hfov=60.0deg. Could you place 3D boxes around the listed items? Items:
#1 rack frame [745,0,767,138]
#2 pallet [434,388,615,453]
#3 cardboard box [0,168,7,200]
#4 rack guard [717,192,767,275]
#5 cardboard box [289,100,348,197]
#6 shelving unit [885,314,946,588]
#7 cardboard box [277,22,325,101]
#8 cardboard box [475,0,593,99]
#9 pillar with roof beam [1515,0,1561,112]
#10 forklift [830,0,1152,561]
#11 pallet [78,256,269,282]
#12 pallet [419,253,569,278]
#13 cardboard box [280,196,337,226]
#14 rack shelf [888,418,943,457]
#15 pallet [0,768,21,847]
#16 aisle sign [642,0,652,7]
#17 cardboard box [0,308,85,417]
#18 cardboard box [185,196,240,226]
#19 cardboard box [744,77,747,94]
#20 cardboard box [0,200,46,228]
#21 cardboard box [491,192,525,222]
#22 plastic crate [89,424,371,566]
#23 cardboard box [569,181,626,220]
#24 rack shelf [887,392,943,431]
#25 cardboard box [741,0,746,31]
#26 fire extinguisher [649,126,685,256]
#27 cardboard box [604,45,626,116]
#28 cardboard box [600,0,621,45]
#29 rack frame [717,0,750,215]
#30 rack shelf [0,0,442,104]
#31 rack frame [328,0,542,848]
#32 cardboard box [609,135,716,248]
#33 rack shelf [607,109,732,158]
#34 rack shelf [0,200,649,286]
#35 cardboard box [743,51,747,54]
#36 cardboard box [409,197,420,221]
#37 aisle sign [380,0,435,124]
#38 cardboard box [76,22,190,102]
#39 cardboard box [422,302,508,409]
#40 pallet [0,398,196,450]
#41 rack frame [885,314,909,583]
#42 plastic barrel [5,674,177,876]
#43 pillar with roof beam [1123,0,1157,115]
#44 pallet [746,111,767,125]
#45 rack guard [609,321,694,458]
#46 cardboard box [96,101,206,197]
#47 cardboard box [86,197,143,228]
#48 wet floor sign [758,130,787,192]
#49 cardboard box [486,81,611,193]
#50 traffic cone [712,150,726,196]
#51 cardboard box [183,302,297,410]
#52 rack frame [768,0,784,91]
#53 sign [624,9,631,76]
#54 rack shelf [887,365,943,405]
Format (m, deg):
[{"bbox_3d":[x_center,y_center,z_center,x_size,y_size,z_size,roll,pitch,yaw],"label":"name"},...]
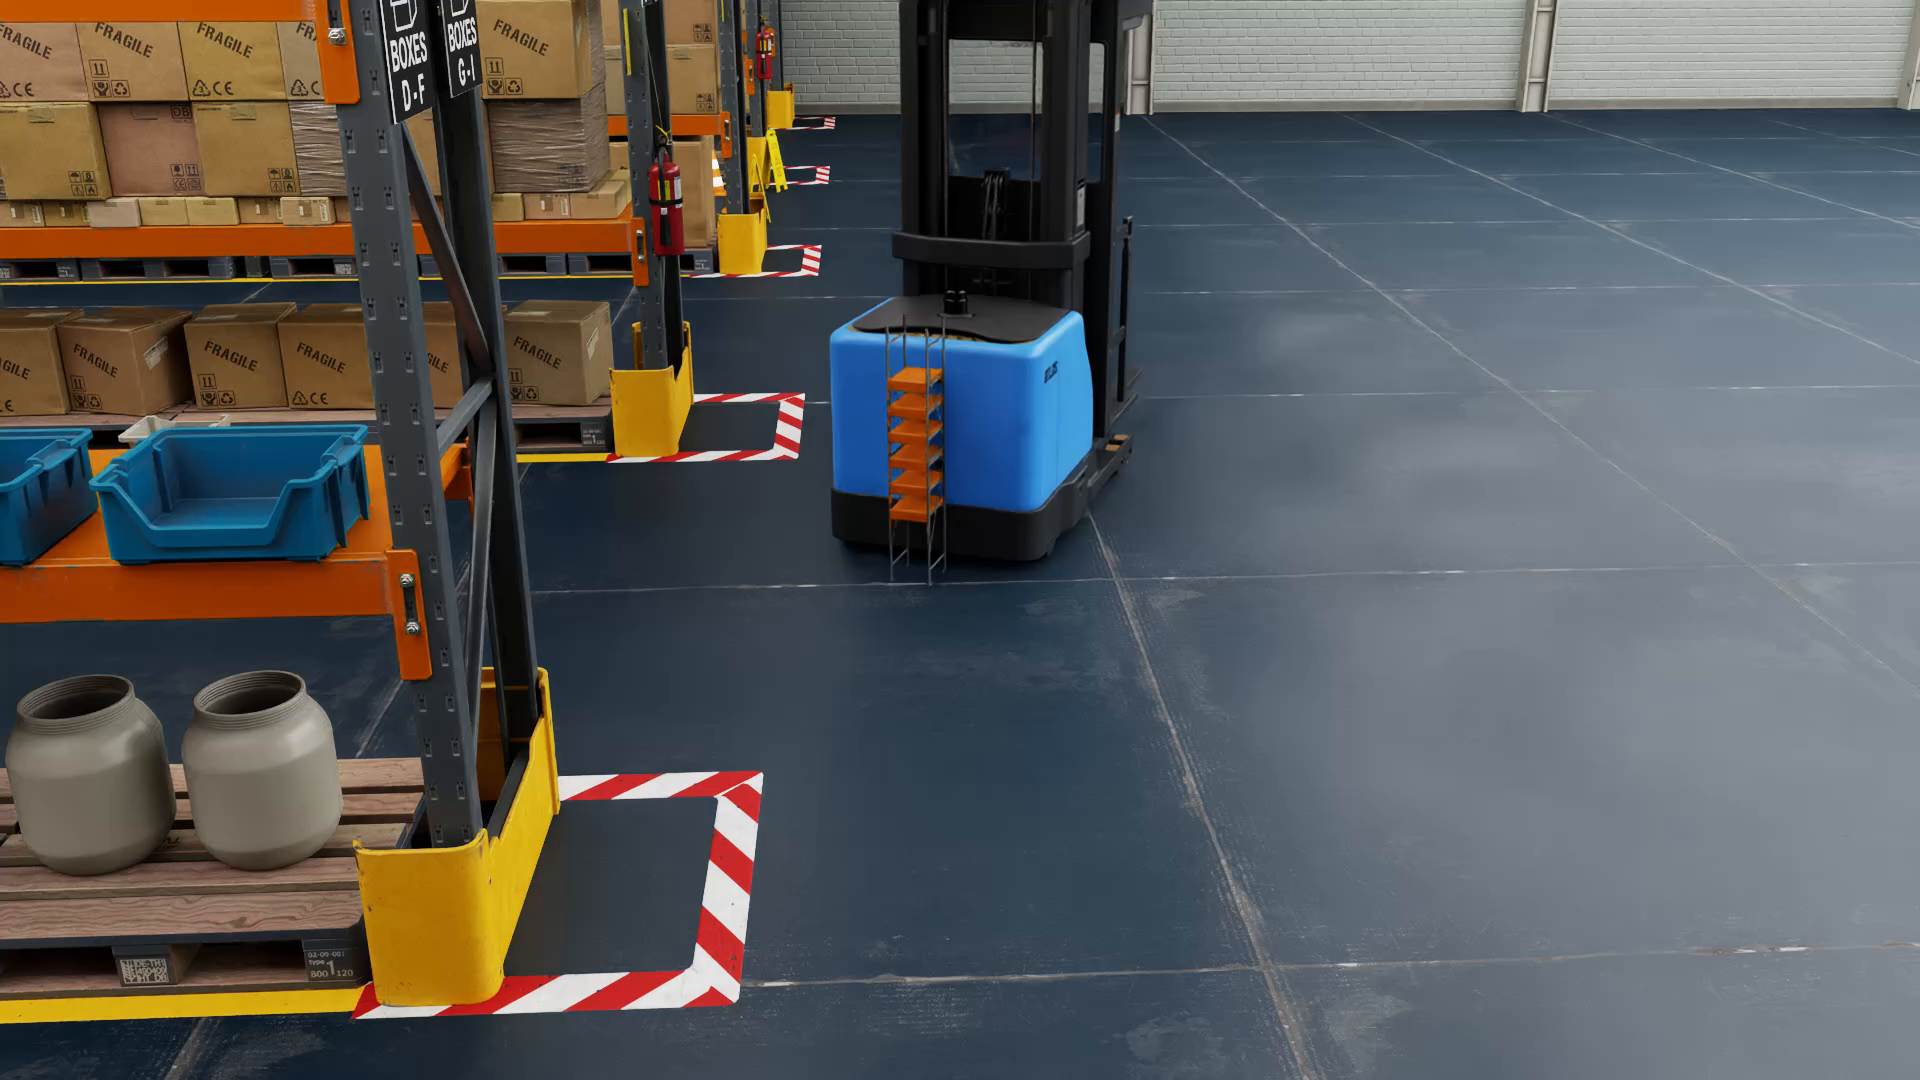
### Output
[{"bbox_3d":[-2.293,-5.597,18.606,0.127,3.000,1.000,-1,21,-3],"label":"rack frame"},{"bbox_3d":[-2.616,-0.768,9.841,1.213,0.211,1.003,-1,21,-3],"label":"pallet"},{"bbox_3d":[-5.268,-2.168,9.042,0.500,0.500,0.875,-1,21,-3],"label":"cardboard box"},{"bbox_3d":[-1.885,-2.673,14.439,0.348,0.500,1.175,-1,21,-3],"label":"rack guard"},{"bbox_3d":[-3.272,-2.213,9.160,0.500,0.500,0.875,-1,21,-3],"label":"cardboard box"},{"bbox_3d":[-0.193,-0.393,7.465,0.189,1.200,0.258,7,22,17],"label":"shelving unit"},{"bbox_3d":[-3.260,-2.609,8.795,0.500,0.500,0.500,-1,21,-3],"label":"cardboard box"},{"bbox_3d":[-2.262,-2.631,8.851,0.500,0.500,0.500,-1,21,-3],"label":"cardboard box"},{"bbox_3d":[8.900,-9.184,19.597,0.400,9.000,9.100,-1,21,-3],"label":"pillar with roof beam"},{"bbox_3d":[0.332,-1.764,8.634,1.130,2.935,3.031,7,22,17],"label":"forklift"},{"bbox_3d":[-6.669,-2.414,14.164,1.213,0.211,1.003,-1,21,-3],"label":"pallet"},{"bbox_3d":[-3.918,-2.470,14.311,1.213,0.211,1.003,-1,21,-3],"label":"pallet"},{"bbox_3d":[-3.492,-1.812,9.019,0.250,0.149,0.380,-1,21,-3],"label":"cardboard box"},{"bbox_3d":[-0.193,-0.464,7.438,0.180,0.103,0.258,7,22,17],"label":"rack shelf"},{"bbox_3d":[-3.544,1.043,5.086,1.213,0.211,1.003,-1,21,-3],"label":"pallet"},{"bbox_3d":[-1.648,-3.186,8.621,0.004,0.787,0.394,-1,21,-3],"label":"aisle sign"},{"bbox_3d":[-5.319,-1.017,9.500,0.500,0.500,0.500,-2,21,-5],"label":"cardboard box"},{"bbox_3d":[-3.992,-1.811,9.014,0.250,0.149,0.380,-1,21,-3],"label":"cardboard box"},{"bbox_3d":[-3.048,-6.384,23.245,0.500,0.250,0.500,-1,21,-4],"label":"cardboard box"},{"bbox_3d":[-4.991,-1.791,8.962,0.250,0.149,0.380,-1,21,-3],"label":"cardboard box"},{"bbox_3d":[-2.496,-1.852,9.122,0.250,0.149,0.380,-1,21,-3],"label":"cardboard box"},{"bbox_3d":[-1.927,-0.131,4.459,0.616,0.251,0.499,-1,21,-3],"label":"plastic crate"},{"bbox_3d":[-2.000,-1.880,9.197,0.250,0.149,0.380,-1,21,-3],"label":"cardboard box"},{"bbox_3d":[-0.194,-0.576,7.394,0.180,0.103,0.258,7,22,17],"label":"rack shelf"},{"bbox_3d":[-3.056,-7.304,22.948,0.500,0.500,0.500,-2,21,-4],"label":"cardboard box"},{"bbox_3d":[-1.587,-1.879,8.950,0.183,0.674,0.296,-1,21,-3],"label":"fire extinguisher"},{"bbox_3d":[-2.825,-3.868,13.854,0.550,0.550,0.875,-1,21,-3],"label":"cardboard box"},{"bbox_3d":[-2.826,-4.378,13.675,0.550,0.550,0.875,-1,21,-3],"label":"cardboard box"},{"bbox_3d":[-1.909,-3.841,13.993,0.127,3.000,1.000,-1,21,-3],"label":"rack frame"},{"bbox_3d":[-3.441,-1.342,4.226,4.000,0.370,1.077,-1,21,-3],"label":"rack shelf"},{"bbox_3d":[-1.444,-0.317,4.738,0.127,3.000,1.000,-1,21,-3],"label":"rack frame"},{"bbox_3d":[-2.583,-3.007,14.198,0.875,0.875,0.875,-1,21,-3],"label":"cardboard box"},{"bbox_3d":[-3.906,-3.464,14.014,4.000,0.370,1.077,-1,21,-3],"label":"rack shelf"},{"bbox_3d":[-3.724,-1.700,9.381,4.000,0.370,1.077,-1,21,-3],"label":"rack shelf"},{"bbox_3d":[-3.071,-6.796,23.625,0.500,0.250,0.500,-1,21,-4],"label":"cardboard box"},{"bbox_3d":[-2.999,-1.862,9.149,0.250,0.149,0.380,-1,21,-3],"label":"cardboard box"},{"bbox_3d":[-1.356,-1.428,4.003,0.004,0.787,0.394,-1,21,-3],"label":"aisle sign"},{"bbox_3d":[-4.259,-2.588,8.739,0.500,0.500,0.500,-1,21,-3],"label":"cardboard box"},{"bbox_3d":[-2.946,-1.074,9.648,0.500,0.500,0.500,4,21,11],"label":"cardboard box"},{"bbox_3d":[-5.052,-0.718,9.711,1.213,0.211,1.003,-1,21,-3],"label":"pallet"},{"bbox_3d":[-0.280,-0.404,7.492,0.006,1.200,0.240,7,22,17],"label":"rack frame"},{"bbox_3d":[-2.598,0.700,4.973,0.421,0.512,0.421,0,21,0],"label":"plastic barrel"},{"bbox_3d":[2.909,-9.062,19.277,0.400,9.000,9.100,-1,21,-3],"label":"pillar with roof beam"},{"bbox_3d":[-3.341,-6.027,23.653,1.213,0.211,1.003,-1,21,-3],"label":"pallet"},{"bbox_3d":[-1.803,-0.907,9.800,0.348,0.500,1.175,-1,21,-3],"label":"rack guard"},{"bbox_3d":[-4.273,-2.212,9.156,0.500,0.500,0.875,-1,21,-3],"label":"cardboard box"},{"bbox_3d":[-4.490,-1.790,8.959,0.250,0.149,0.380,-1,21,-3],"label":"cardboard box"},{"bbox_3d":[-2.042,-4.120,18.037,0.232,0.644,0.267,6,22,16],"label":"wet floor sign"},{"bbox_3d":[-2.278,-2.261,9.285,0.500,0.500,0.875,-1,21,-3],"label":"cardboard box"},{"bbox_3d":[-2.649,-3.944,17.831,0.334,0.463,0.336,-1,21,-3],"label":"traffic cone"},{"bbox_3d":[-4.132,-1.072,9.644,0.500,0.500,0.500,-3,21,-8],"label":"cardboard box"},{"bbox_3d":[-2.580,-7.360,23.237,0.127,3.000,1.000,-1,21,-3],"label":"rack frame"},{"bbox_3d":[-1.716,-2.568,8.579,0.005,0.325,0.100,-1,21,-3],"label":"sign"},{"bbox_3d":[-0.194,-0.688,7.351,0.180,0.103,0.258,7,22,17],"label":"rack shelf"}]
